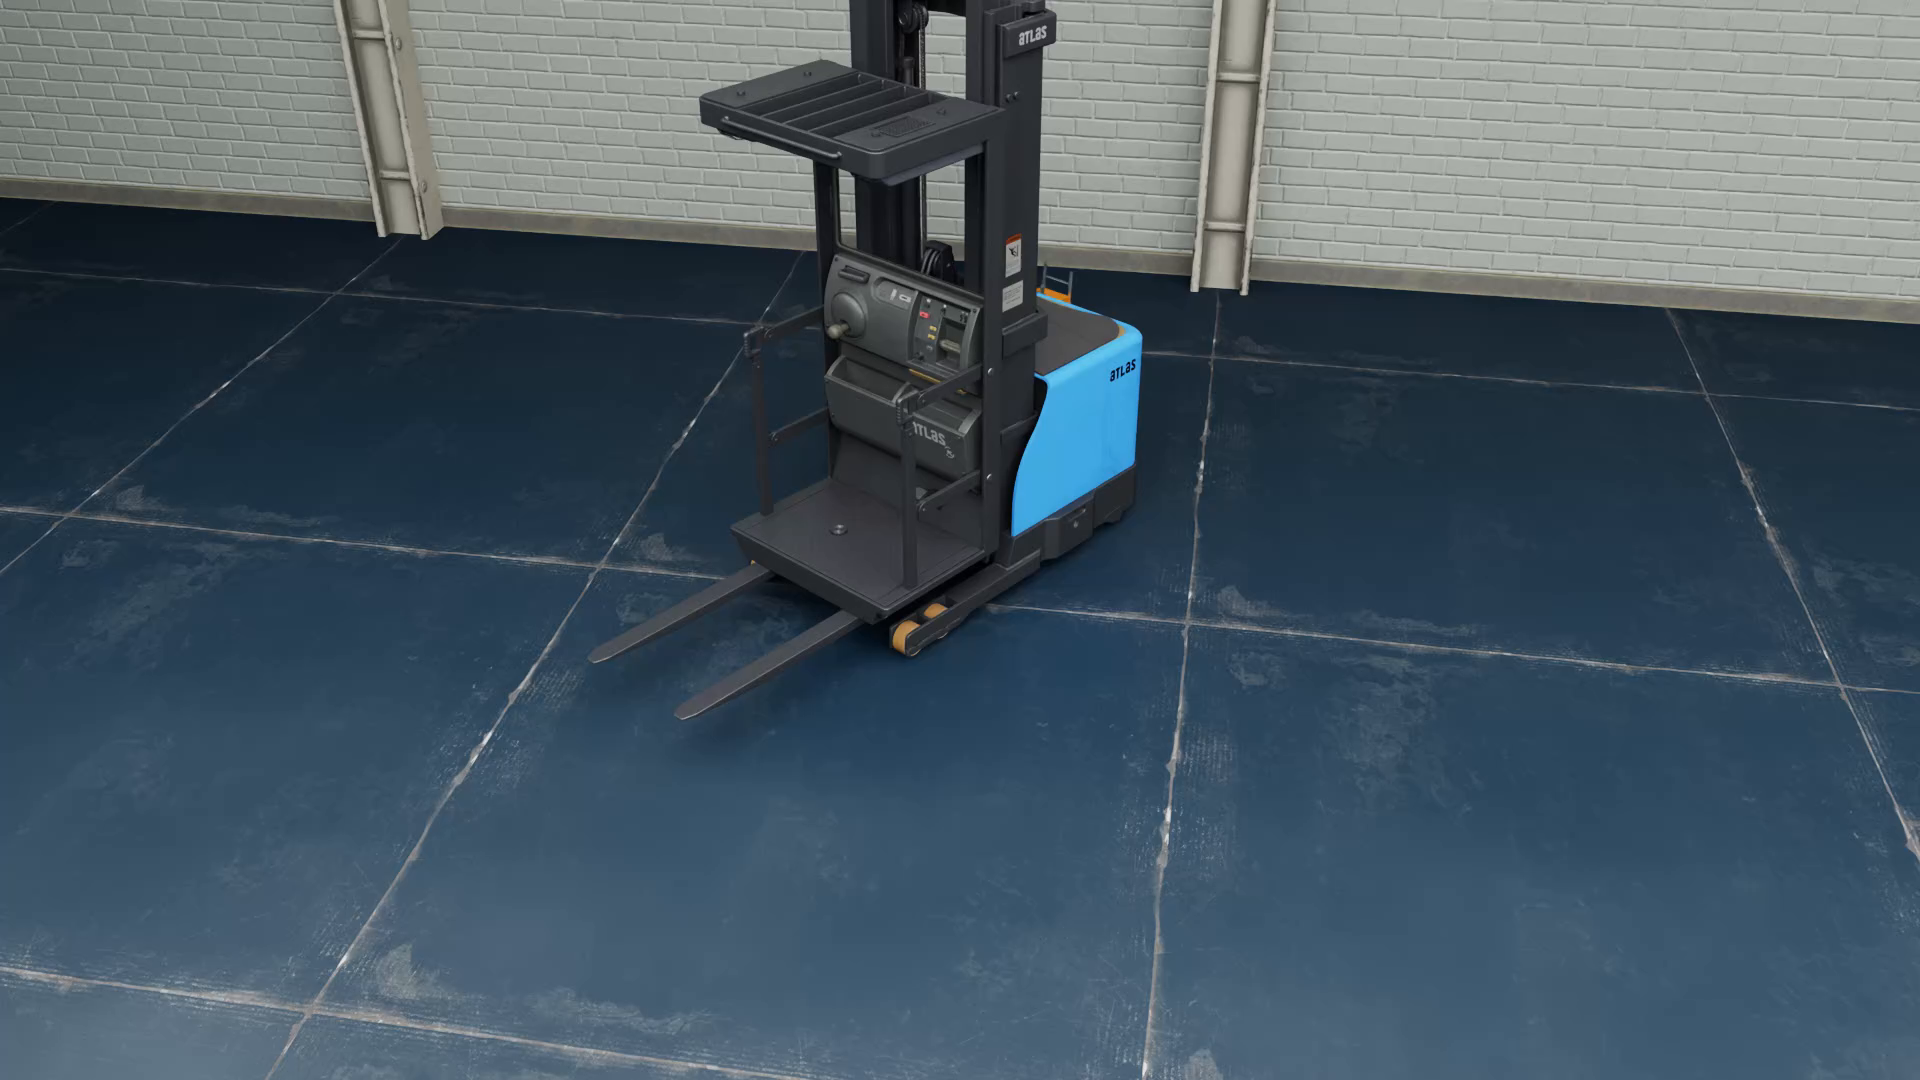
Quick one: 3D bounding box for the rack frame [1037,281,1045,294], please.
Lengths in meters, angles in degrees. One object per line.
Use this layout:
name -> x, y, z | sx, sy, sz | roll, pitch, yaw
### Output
rack frame -> 0.354, -0.967, 9.271 | 0.200, 1.050, 0.008 | 26, 36, 35

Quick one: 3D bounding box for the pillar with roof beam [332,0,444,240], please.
pillar with roof beam -> -4.827, -3.881, 6.468 | 0.400, 9.000, 9.100 | 5, 32, 8

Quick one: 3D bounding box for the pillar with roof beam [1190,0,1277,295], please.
pillar with roof beam -> 1.087, -3.345, 5.612 | 0.400, 9.000, 9.100 | 5, 32, 8

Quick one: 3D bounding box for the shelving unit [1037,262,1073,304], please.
shelving unit -> 0.435, -1.007, 9.353 | 0.215, 1.050, 0.252 | 26, 36, 35

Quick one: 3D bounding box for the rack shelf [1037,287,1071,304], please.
rack shelf -> 0.450, -1.246, 9.222 | 0.215, 0.259, 0.240 | 26, 36, 35

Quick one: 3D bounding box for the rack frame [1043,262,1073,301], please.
rack frame -> 0.517, -1.047, 9.434 | 0.200, 1.050, 0.008 | 26, 36, 35

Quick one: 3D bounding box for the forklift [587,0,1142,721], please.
forklift -> -0.418, -0.998, 7.582 | 1.130, 2.935, 3.031 | 26, 40, 35
